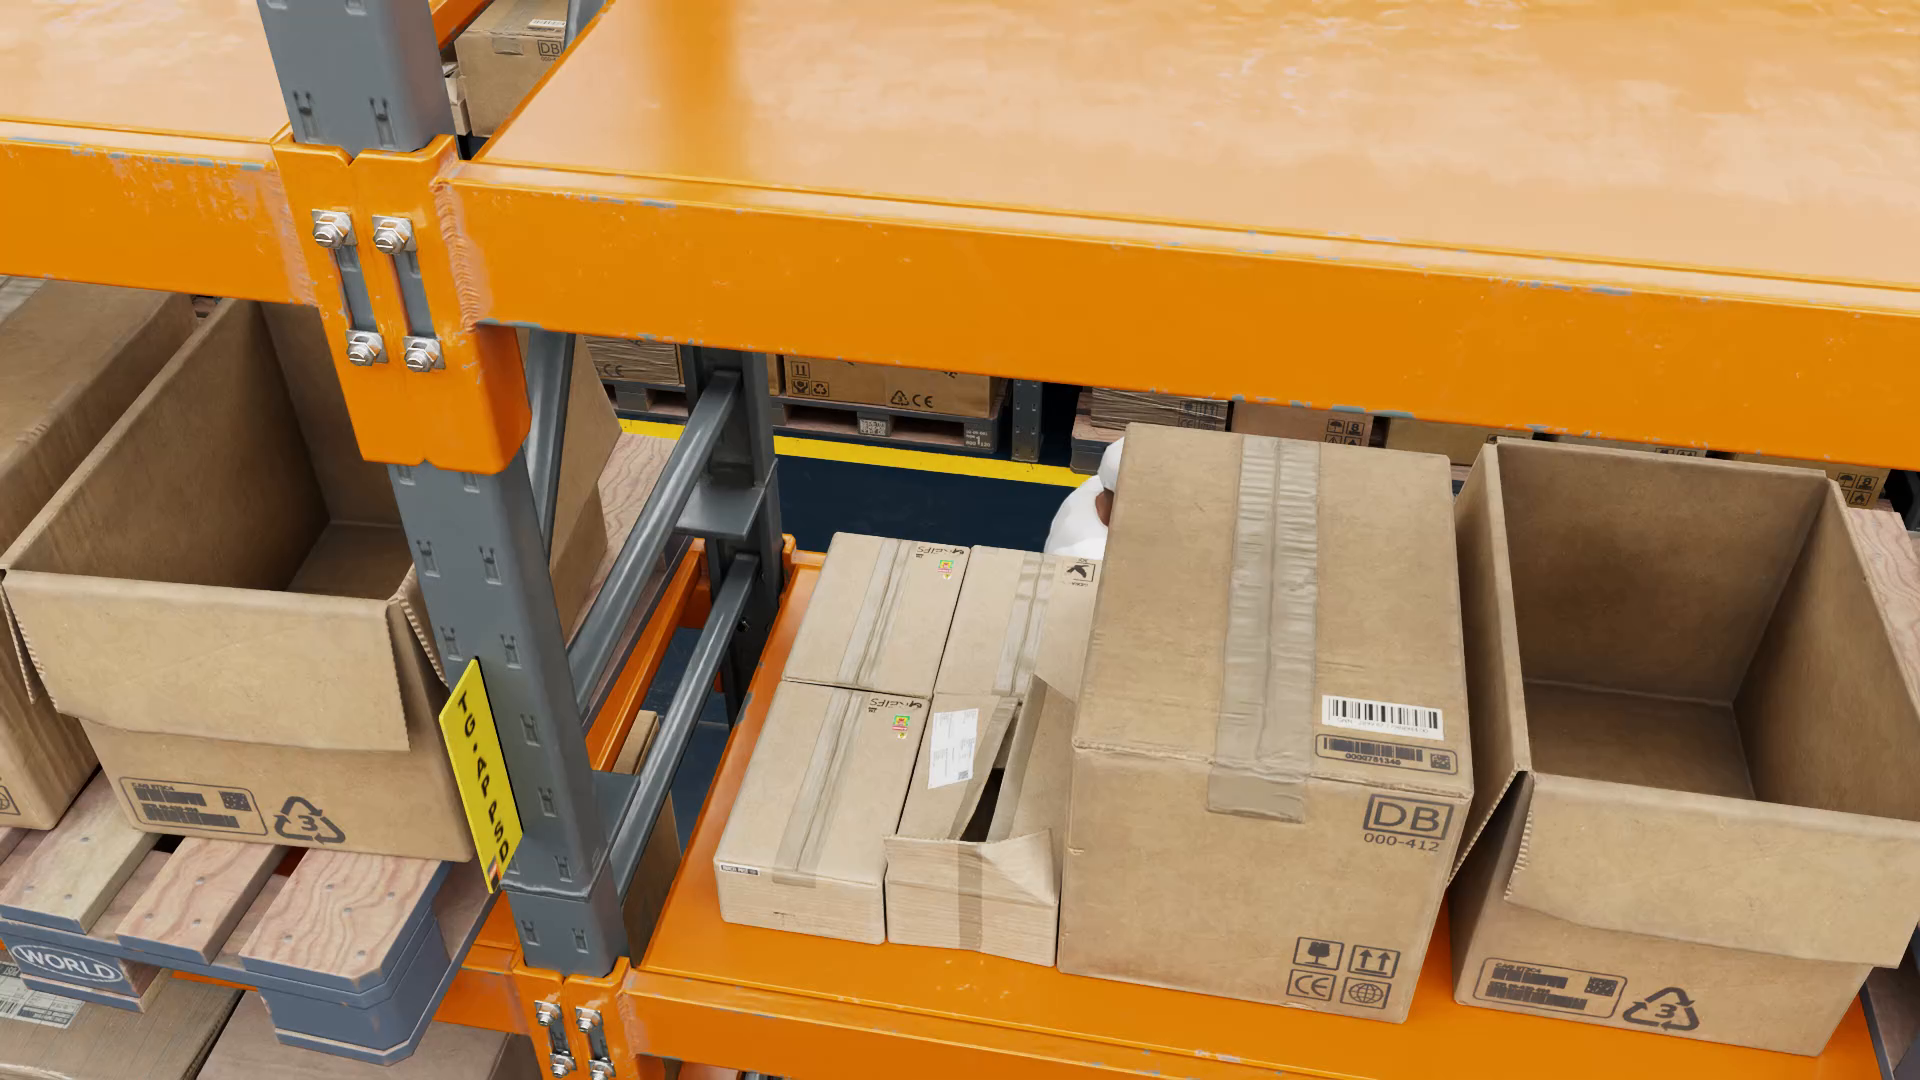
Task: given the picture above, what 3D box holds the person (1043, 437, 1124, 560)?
[{"bbox_3d":[0.477,0.384,5.694,0.451,1.773,0.615,6,41,7],"label":"person"}]
